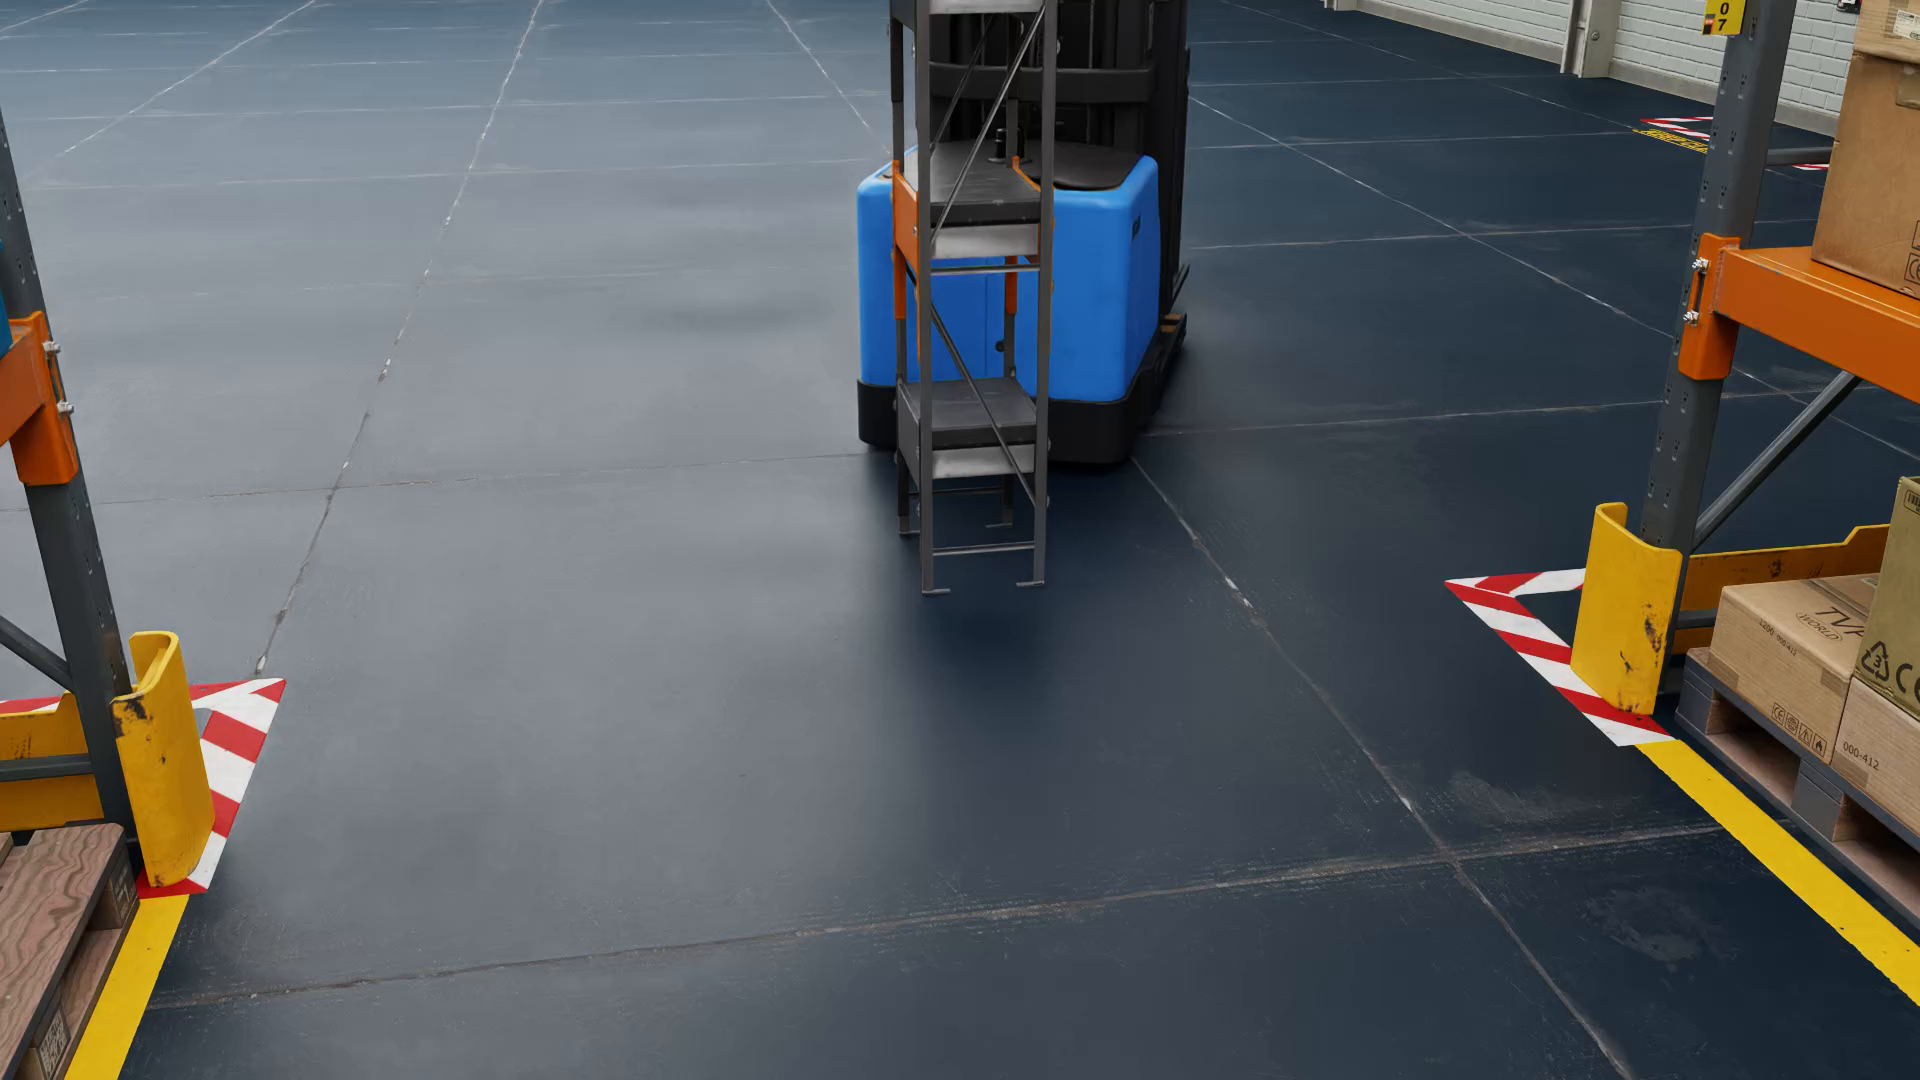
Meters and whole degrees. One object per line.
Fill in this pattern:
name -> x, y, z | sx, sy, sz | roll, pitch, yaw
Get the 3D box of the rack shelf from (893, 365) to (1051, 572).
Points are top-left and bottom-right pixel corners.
rack shelf -> 0.031, -0.243, 5.466 | 0.431, 0.518, 0.480 | -4, 24, -10

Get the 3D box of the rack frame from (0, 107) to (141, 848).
rack frame -> -2.475, -0.618, 3.417 | 1.000, 3.000, 0.127 | -4, 24, -10

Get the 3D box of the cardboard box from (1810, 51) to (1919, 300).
cardboard box -> 2.468, -0.844, 3.810 | 0.700, 0.500, 0.500 | -4, 24, -10

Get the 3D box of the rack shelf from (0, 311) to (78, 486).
rack shelf -> -2.105, 0.499, 1.759 | 1.077, 0.370, 4.000 | -4, 24, -10

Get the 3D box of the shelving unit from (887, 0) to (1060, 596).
shelving unit -> 0.031, -0.897, 5.181 | 0.431, 2.100, 0.503 | -4, 24, -10

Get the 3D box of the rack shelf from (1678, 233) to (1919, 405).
rack shelf -> 2.764, 0.134, 2.595 | 1.077, 0.370, 4.000 | -4, 24, -10

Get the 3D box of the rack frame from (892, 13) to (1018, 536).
rack frame -> -0.015, -0.993, 5.400 | 0.400, 2.100, 0.015 | -4, 24, -10

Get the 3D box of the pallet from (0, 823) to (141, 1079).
pallet -> -2.270, 1.007, 3.182 | 1.003, 0.211, 1.213 | -4, 24, -10

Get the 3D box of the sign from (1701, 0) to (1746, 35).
sign -> 1.847, -1.377, 3.975 | 0.100, 0.325, 0.005 | -4, 24, -10

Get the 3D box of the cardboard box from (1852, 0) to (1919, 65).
cardboard box -> 2.255, -1.156, 3.713 | 0.380, 0.149, 0.250 | -4, 24, -10

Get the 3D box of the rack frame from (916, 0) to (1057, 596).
rack frame -> 0.076, -0.801, 4.961 | 0.400, 2.100, 0.015 | -4, 24, -10

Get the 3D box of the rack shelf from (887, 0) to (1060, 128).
rack shelf -> 0.031, -1.526, 4.906 | 0.431, 0.518, 0.480 | -4, 24, -10

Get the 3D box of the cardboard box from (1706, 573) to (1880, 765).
cardboard box -> 2.274, 0.312, 4.198 | 0.500, 0.250, 0.500 | -4, 24, -10

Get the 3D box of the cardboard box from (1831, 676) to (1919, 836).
cardboard box -> 2.370, 0.509, 3.749 | 0.500, 0.250, 0.500 | -4, 24, -10

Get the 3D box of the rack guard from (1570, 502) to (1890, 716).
rack guard -> 2.389, 0.153, 4.775 | 1.175, 0.500, 0.348 | -4, 24, -10

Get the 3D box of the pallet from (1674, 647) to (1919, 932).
pallet -> 2.576, 0.593, 4.129 | 1.003, 0.211, 1.213 | -4, 24, -10

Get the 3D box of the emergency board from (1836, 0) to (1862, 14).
emergency board -> 6.712, -4.474, 12.247 | 0.194, 1.169, 0.643 | -4, 24, -10

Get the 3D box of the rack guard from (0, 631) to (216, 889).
rack guard -> -2.415, 0.554, 3.856 | 1.175, 0.500, 0.348 | -4, 24, -10

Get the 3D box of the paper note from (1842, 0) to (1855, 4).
paper note -> 6.747, -4.146, 12.595 | 0.016, 0.148, 0.142 | -4, 24, -10

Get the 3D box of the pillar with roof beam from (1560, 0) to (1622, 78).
pillar with roof beam -> 1.791, -8.290, 13.489 | 9.100, 9.000, 0.400 | -4, 24, -10

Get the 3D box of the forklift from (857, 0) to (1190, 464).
forklift -> 0.447, -2.191, 7.104 | 1.130, 2.935, 3.031 | 5, 24, 12

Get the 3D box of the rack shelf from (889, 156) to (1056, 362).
rack shelf -> 0.031, -0.885, 5.186 | 0.431, 0.518, 0.480 | -4, 24, -10

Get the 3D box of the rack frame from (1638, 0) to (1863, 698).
rack frame -> 2.394, -0.983, 4.253 | 1.000, 3.000, 0.127 | -4, 24, -10

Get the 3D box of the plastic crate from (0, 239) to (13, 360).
plastic crate -> -2.088, -0.375, 3.046 | 0.499, 0.251, 0.616 | -4, 24, -10

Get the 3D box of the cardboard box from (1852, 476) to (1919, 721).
cardboard box -> 2.369, 0.165, 3.598 | 0.500, 0.500, 0.500 | -4, 24, -10

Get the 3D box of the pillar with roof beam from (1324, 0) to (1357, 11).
pillar with roof beam -> 0.682, -10.650, 18.892 | 9.100, 9.000, 0.400 | -4, 24, -10
